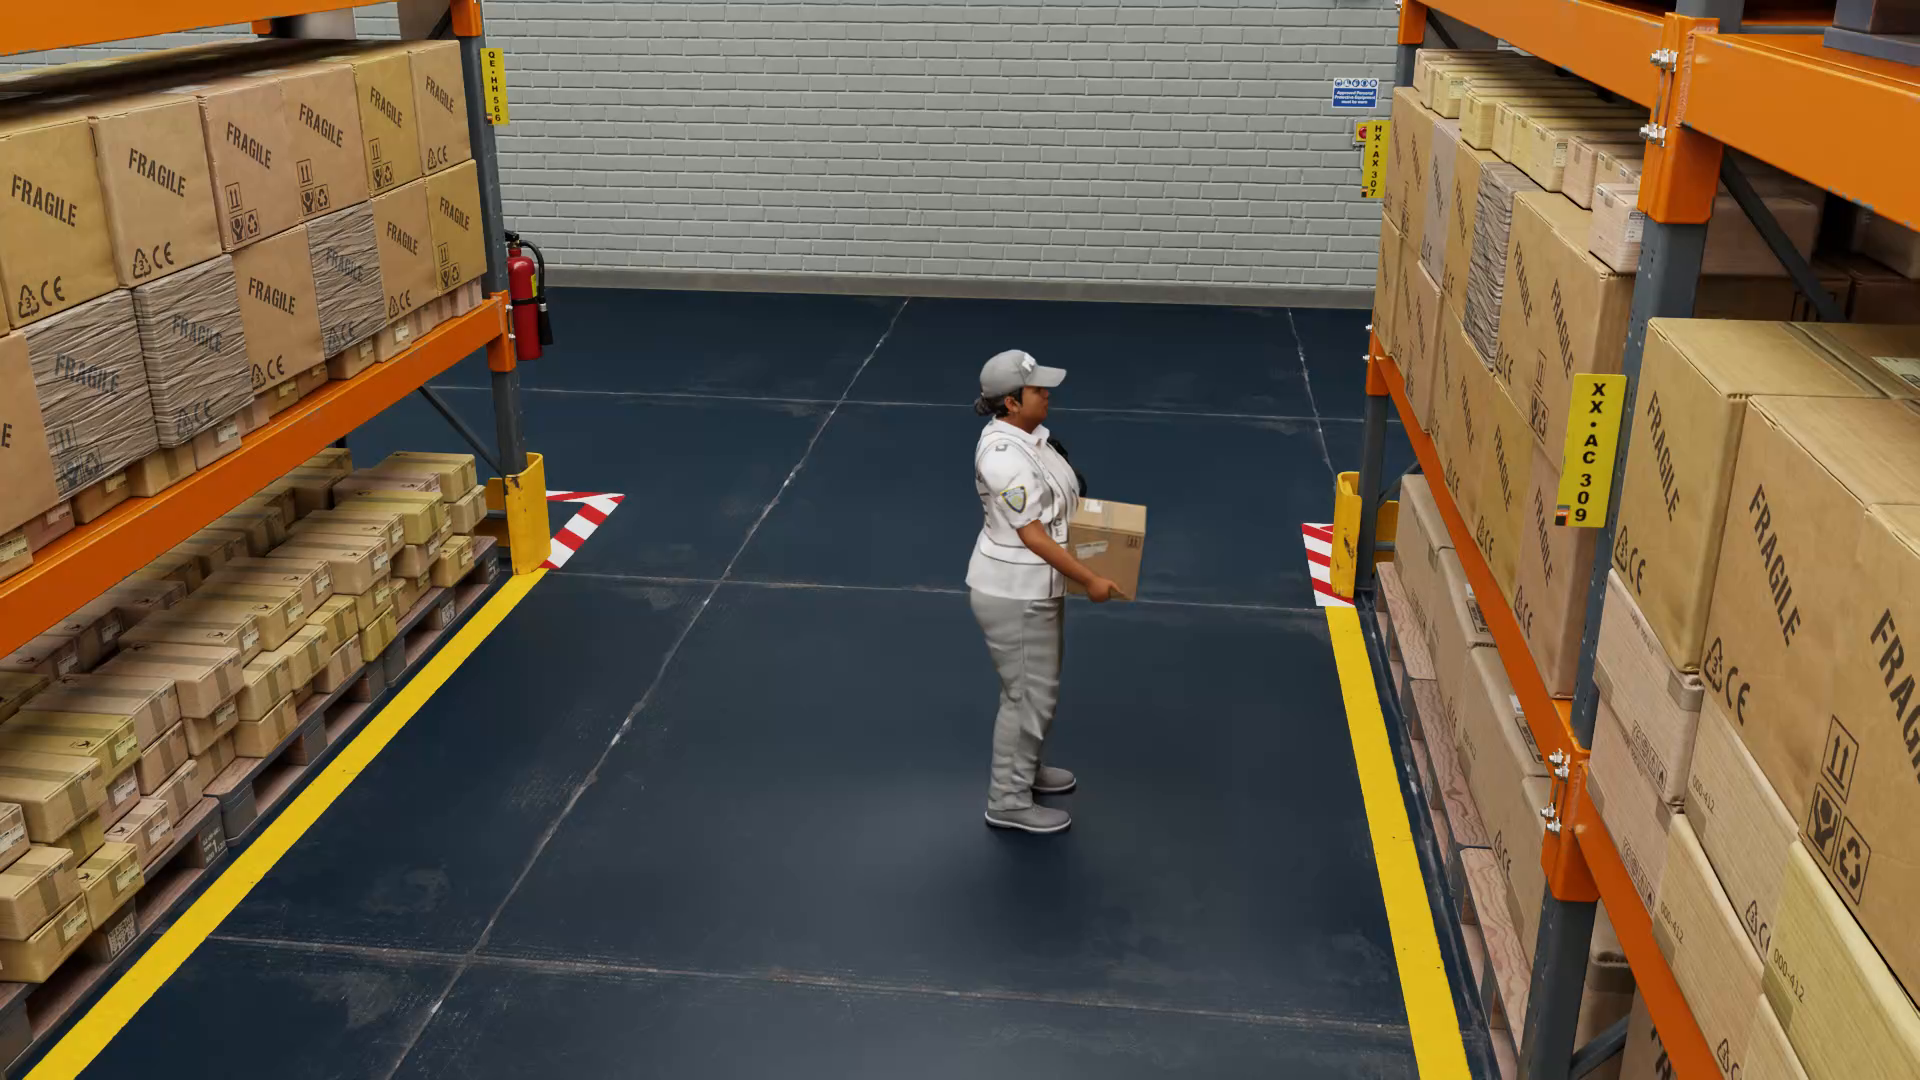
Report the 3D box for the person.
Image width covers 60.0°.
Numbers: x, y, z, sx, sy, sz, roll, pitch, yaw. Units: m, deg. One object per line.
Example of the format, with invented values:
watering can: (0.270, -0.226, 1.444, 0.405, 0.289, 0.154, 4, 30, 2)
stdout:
person: (0.290, 0.170, 5.654, 0.536, 1.655, 0.454, 2, 21, 6)
